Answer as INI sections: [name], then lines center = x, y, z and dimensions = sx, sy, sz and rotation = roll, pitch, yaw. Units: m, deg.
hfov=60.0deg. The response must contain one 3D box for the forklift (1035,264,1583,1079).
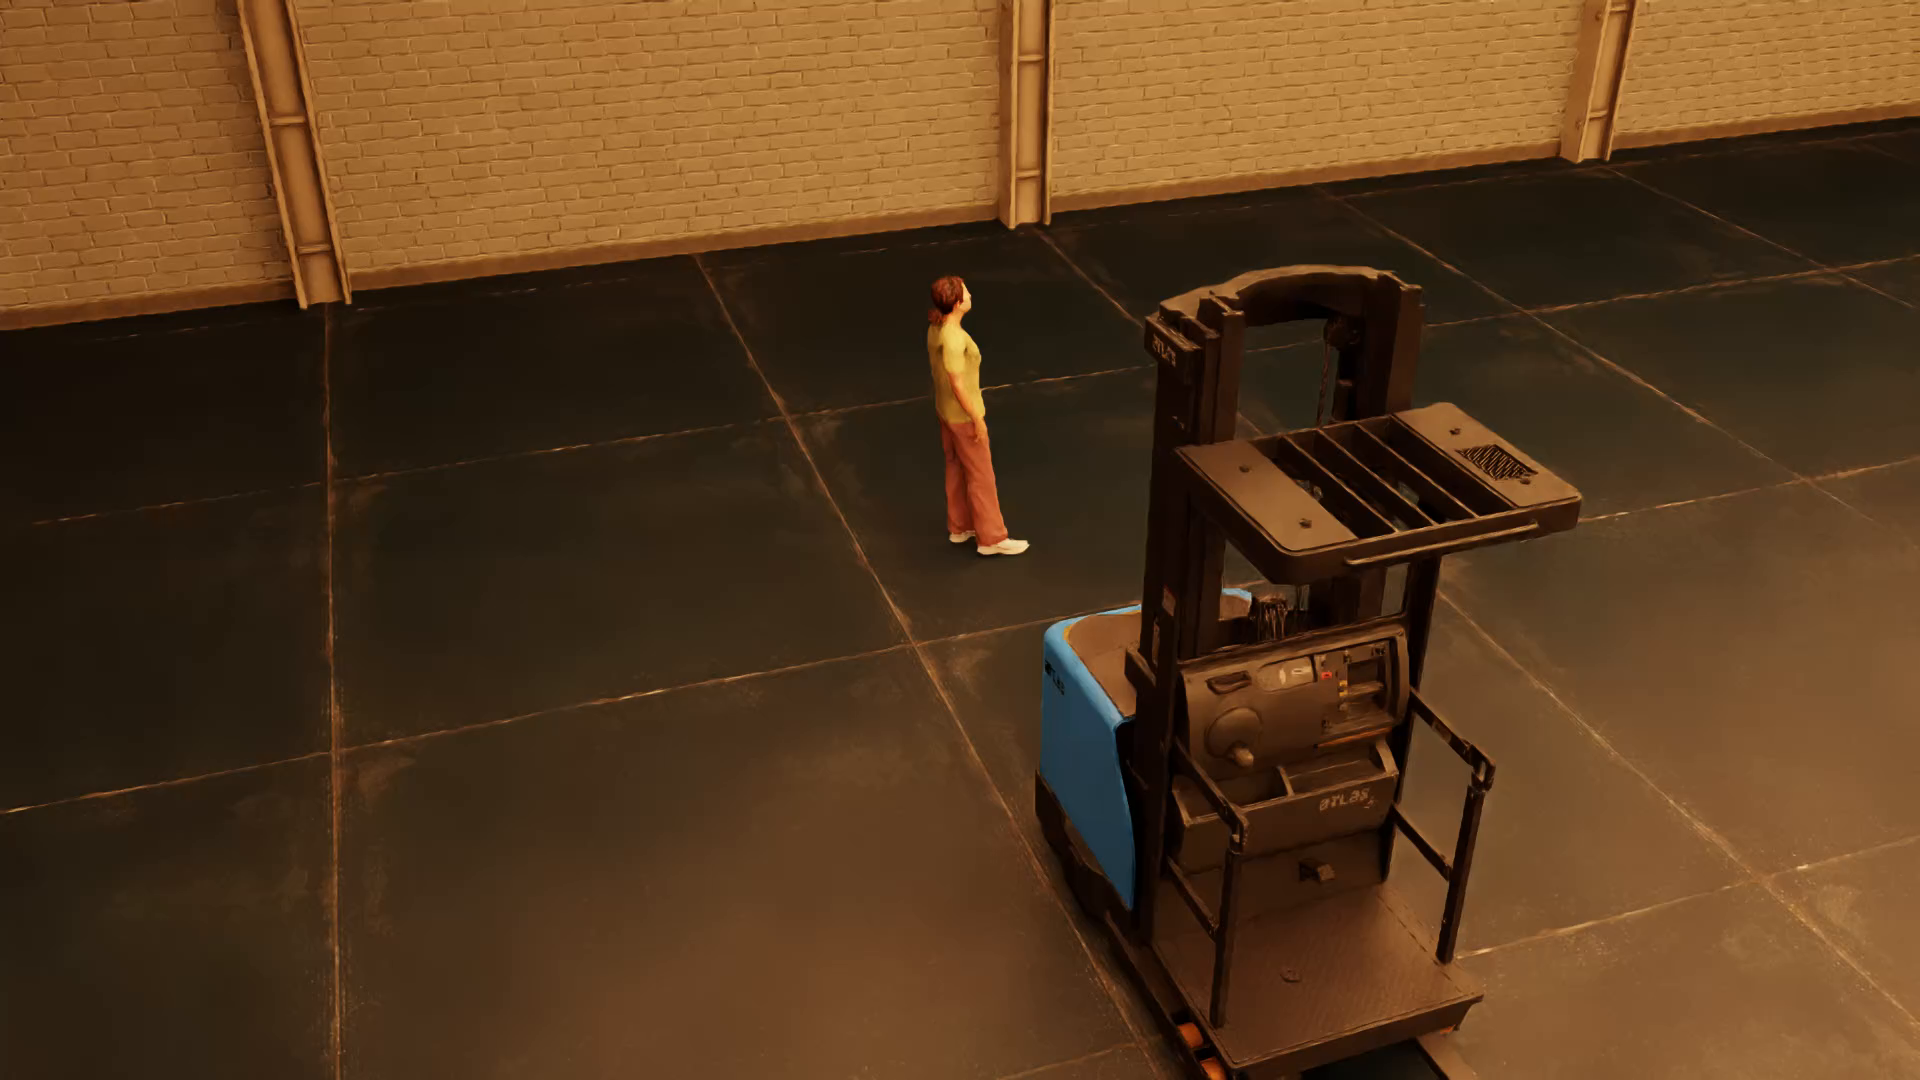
[forklift]
center = 1.327, 0.631, 5.990
dimensions = 1.130, 2.935, 3.031
rotation = -10, 31, -17

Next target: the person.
[person]
center = 0.074, -0.739, 9.616
dimensions = 0.548, 1.674, 0.554
rotation = -10, 31, -16
